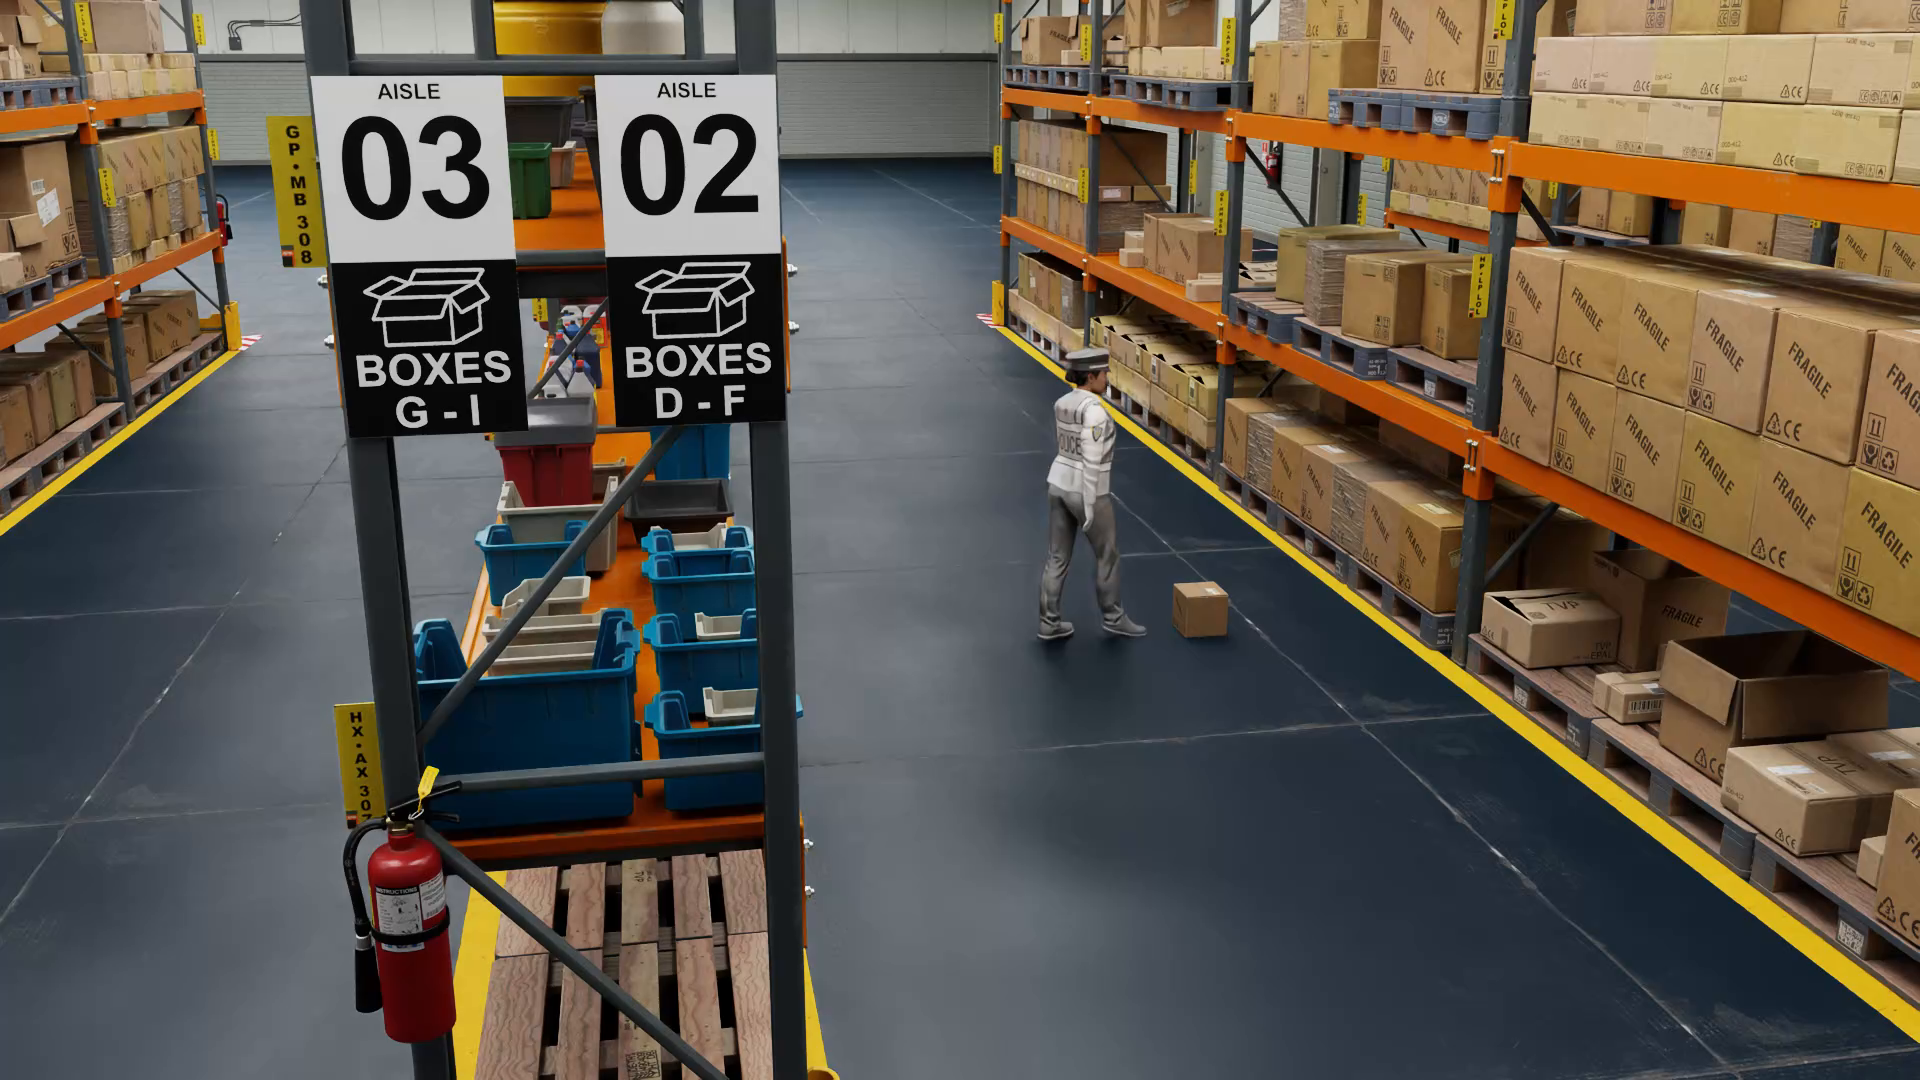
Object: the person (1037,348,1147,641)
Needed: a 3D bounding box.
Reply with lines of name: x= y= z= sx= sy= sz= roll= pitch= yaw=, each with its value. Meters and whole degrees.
person: x=0.729 y=-0.243 z=9.339 sx=0.656 sy=1.680 sz=0.496 roll=-11 pitch=20 yaw=-34
